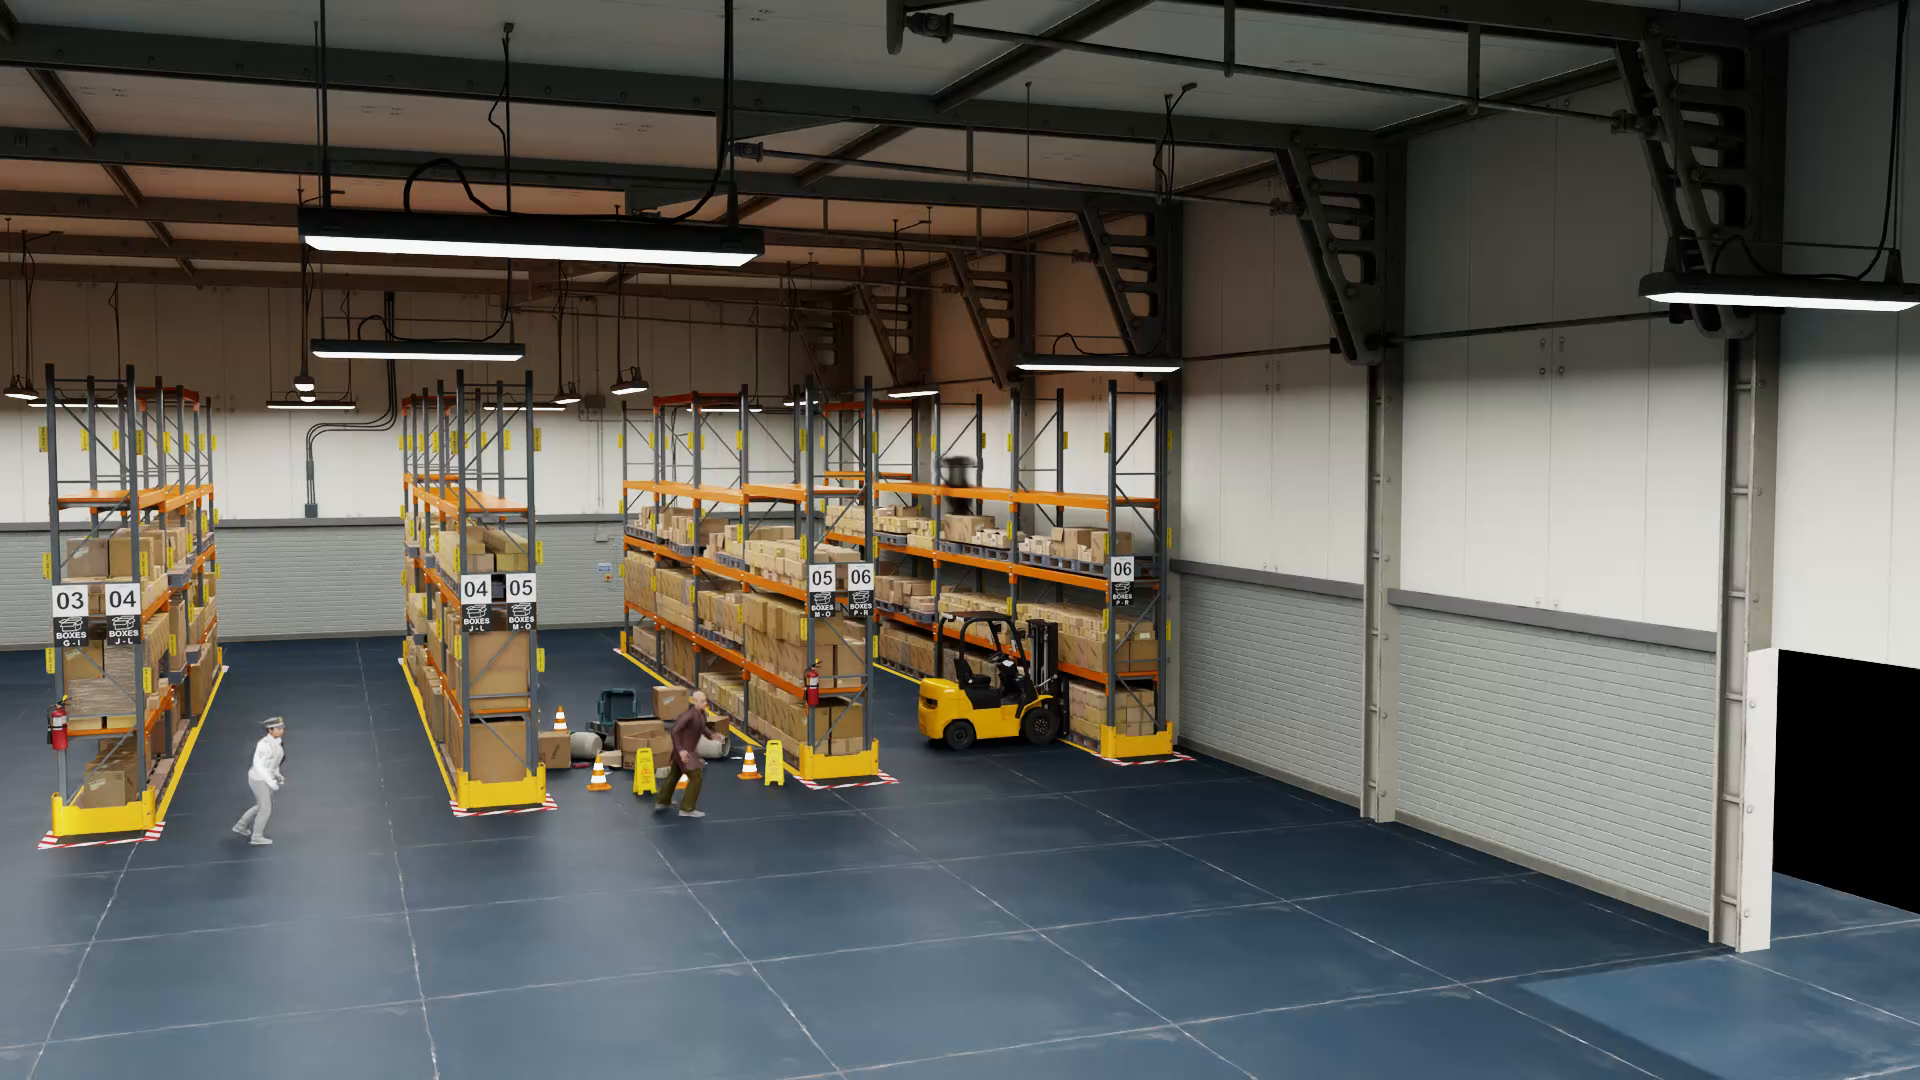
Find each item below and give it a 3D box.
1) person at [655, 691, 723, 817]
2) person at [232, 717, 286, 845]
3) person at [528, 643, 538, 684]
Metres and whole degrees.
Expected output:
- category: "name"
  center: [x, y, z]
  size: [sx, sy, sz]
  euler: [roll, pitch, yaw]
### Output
- category: "person"
  center: [-3.656, 2.858, 22.336]
  size: [0.959, 1.705, 0.763]
  euler: [0, 3, 0]
- category: "person"
  center: [-8.740, 2.987, 20.700]
  size: [0.738, 1.605, 0.597]
  euler: [0, 3, -2]
- category: "person"
  center: [-9.038, 2.213, 34.154]
  size: [0.783, 1.665, 0.650]
  euler: [1, 3, 12]
